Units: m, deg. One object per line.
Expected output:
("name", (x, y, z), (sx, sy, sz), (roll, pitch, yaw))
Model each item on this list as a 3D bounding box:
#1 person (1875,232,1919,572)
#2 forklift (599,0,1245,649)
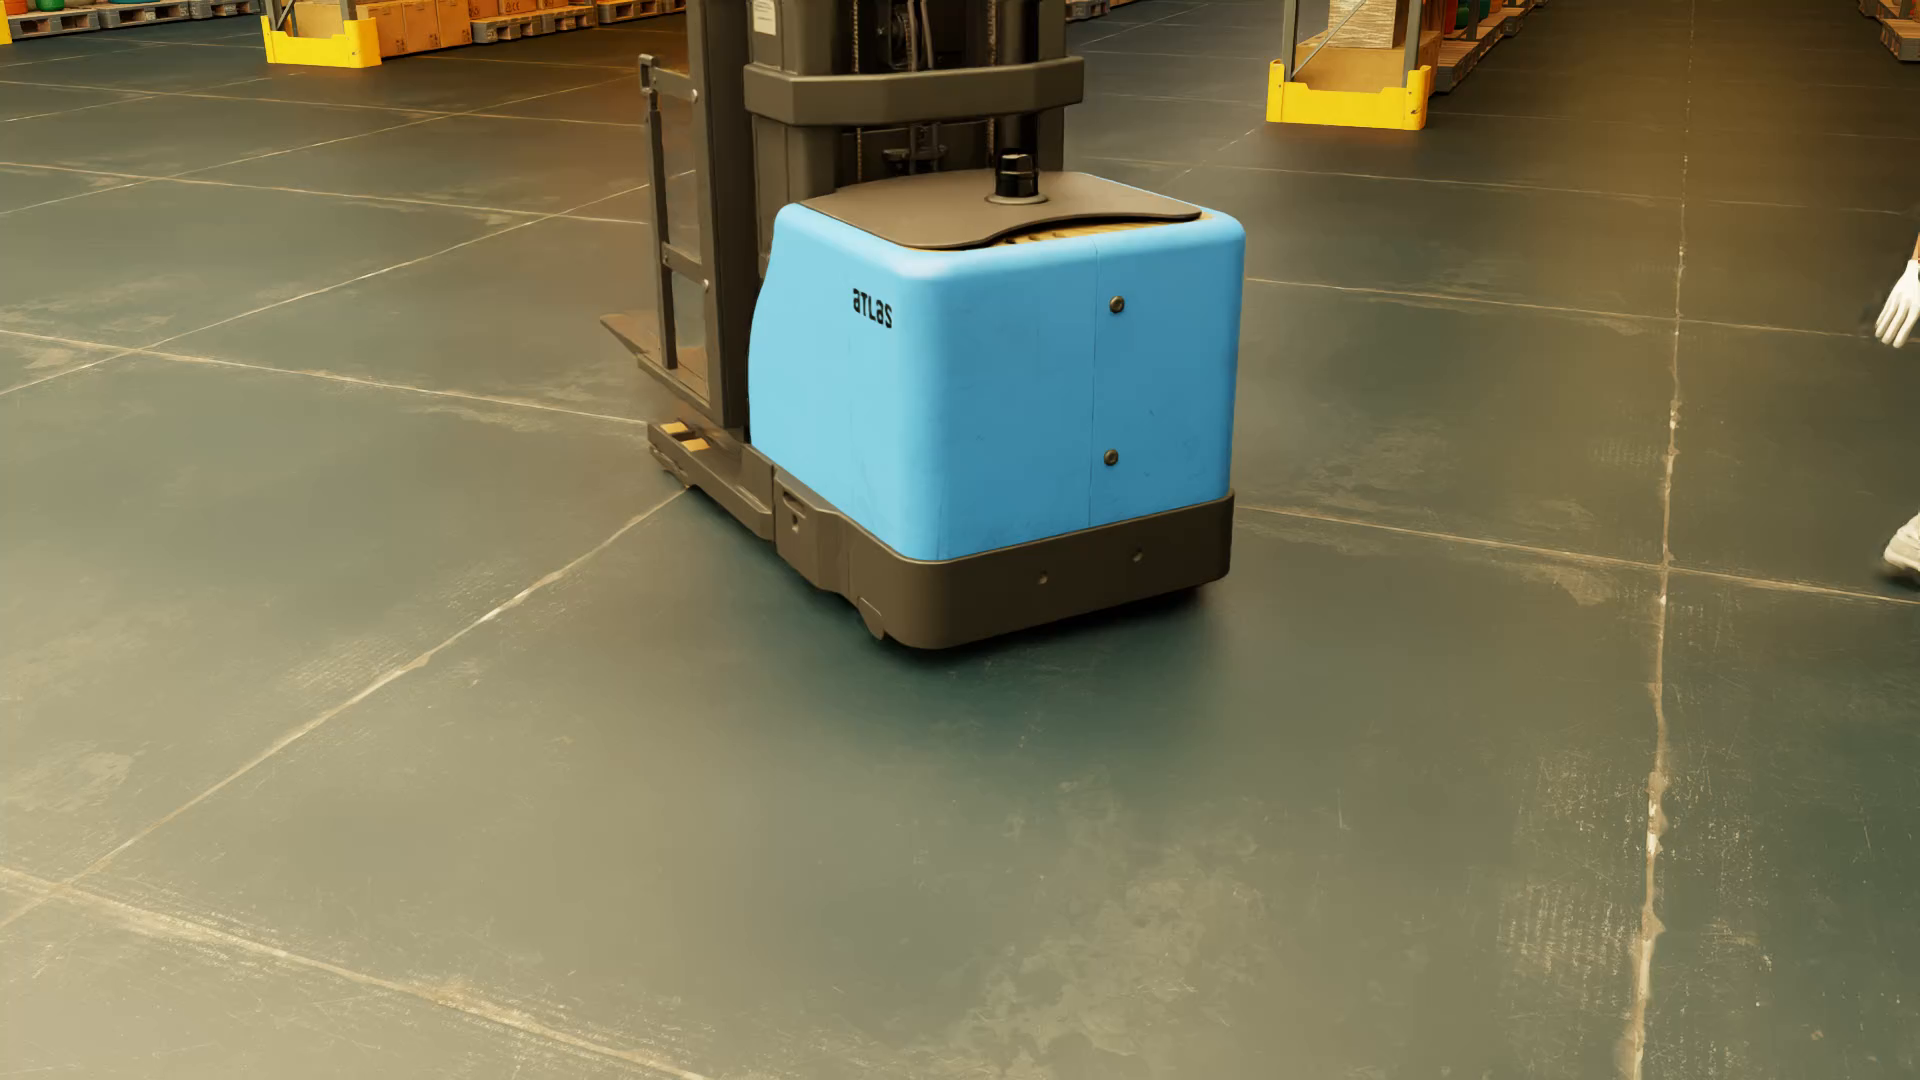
("person", (2.872, -0.505, 4.209), (0.841, 1.646, 0.841), (-12, 25, -26))
("forklift", (-0.404, -1.599, 5.118), (1.130, 2.935, 3.031), (-12, 26, -27))
